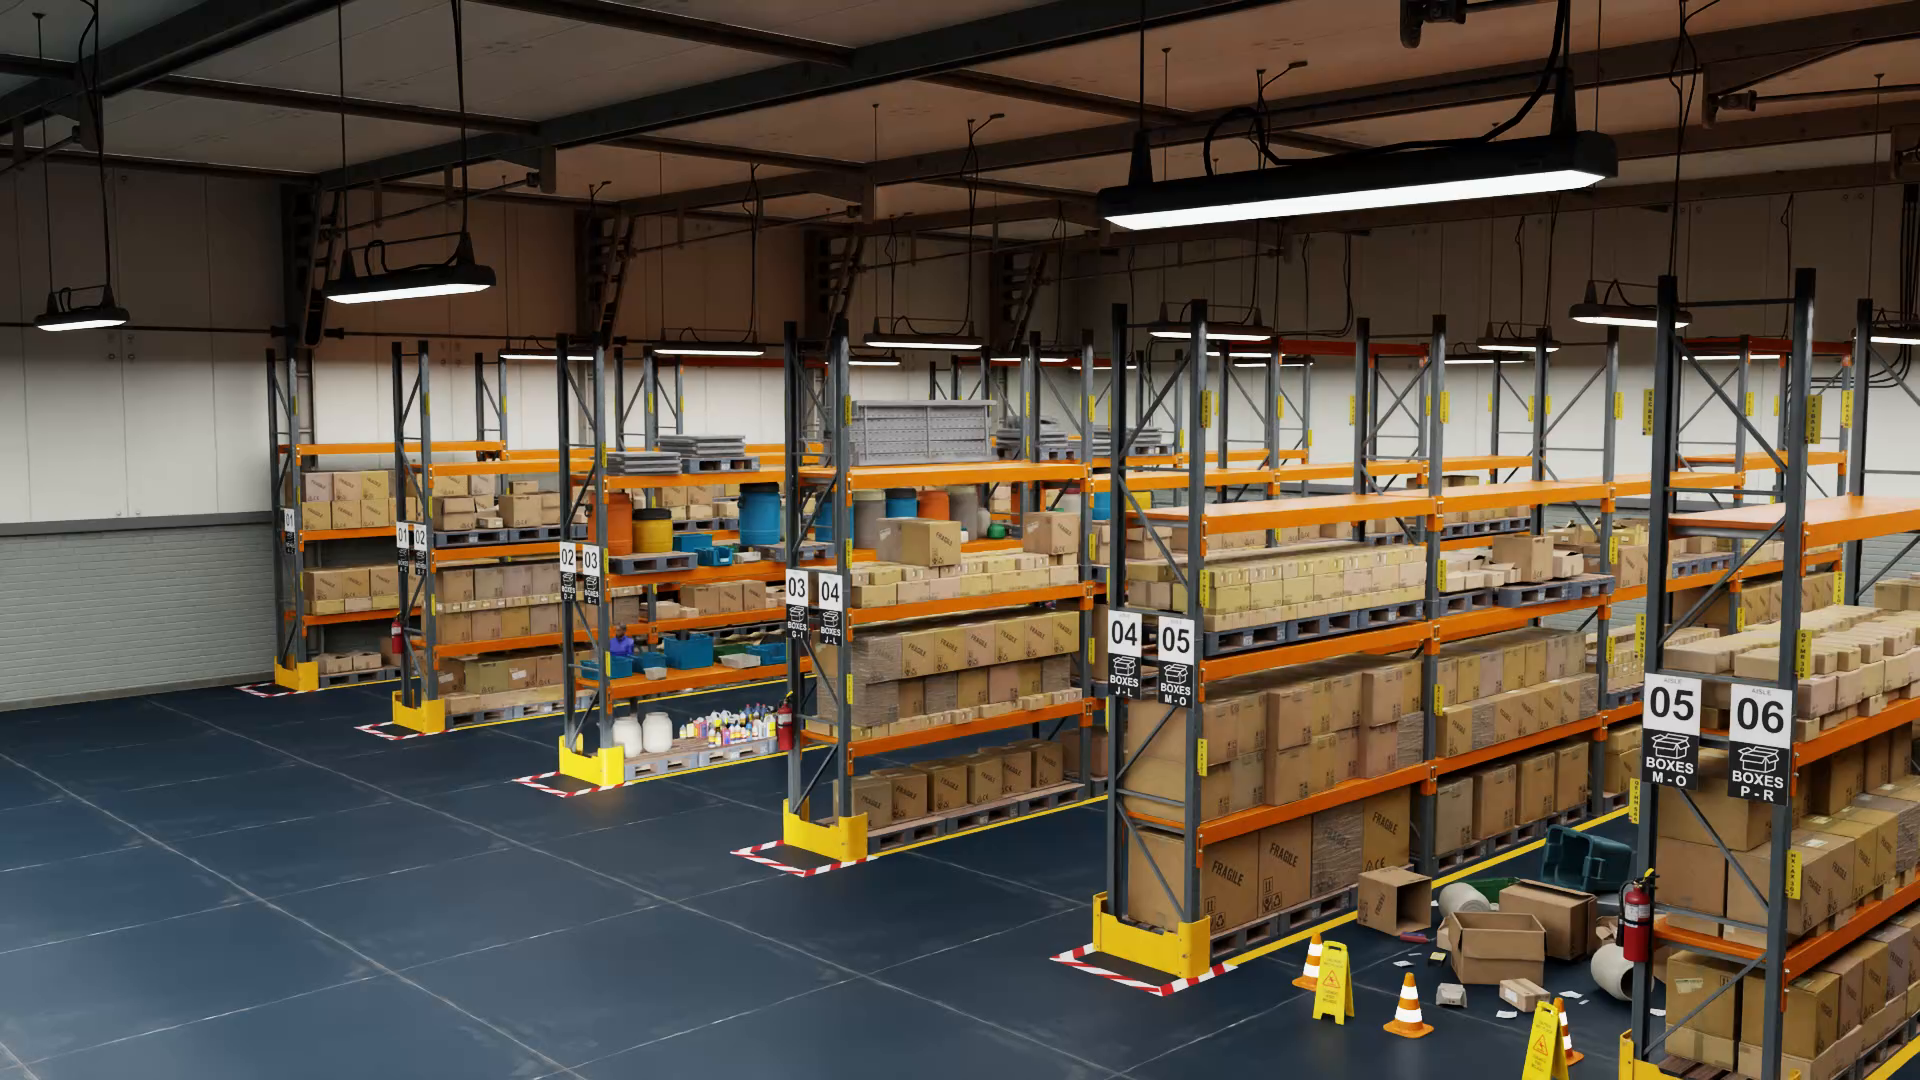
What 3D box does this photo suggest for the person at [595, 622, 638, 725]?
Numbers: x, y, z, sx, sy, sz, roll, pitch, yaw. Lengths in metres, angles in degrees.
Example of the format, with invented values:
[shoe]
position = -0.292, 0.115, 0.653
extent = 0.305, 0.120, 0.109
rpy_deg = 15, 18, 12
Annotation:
[person]
position = -5.353, 2.079, 26.130
extent = 0.487, 1.602, 0.988
rpy_deg = 1, 5, 8
